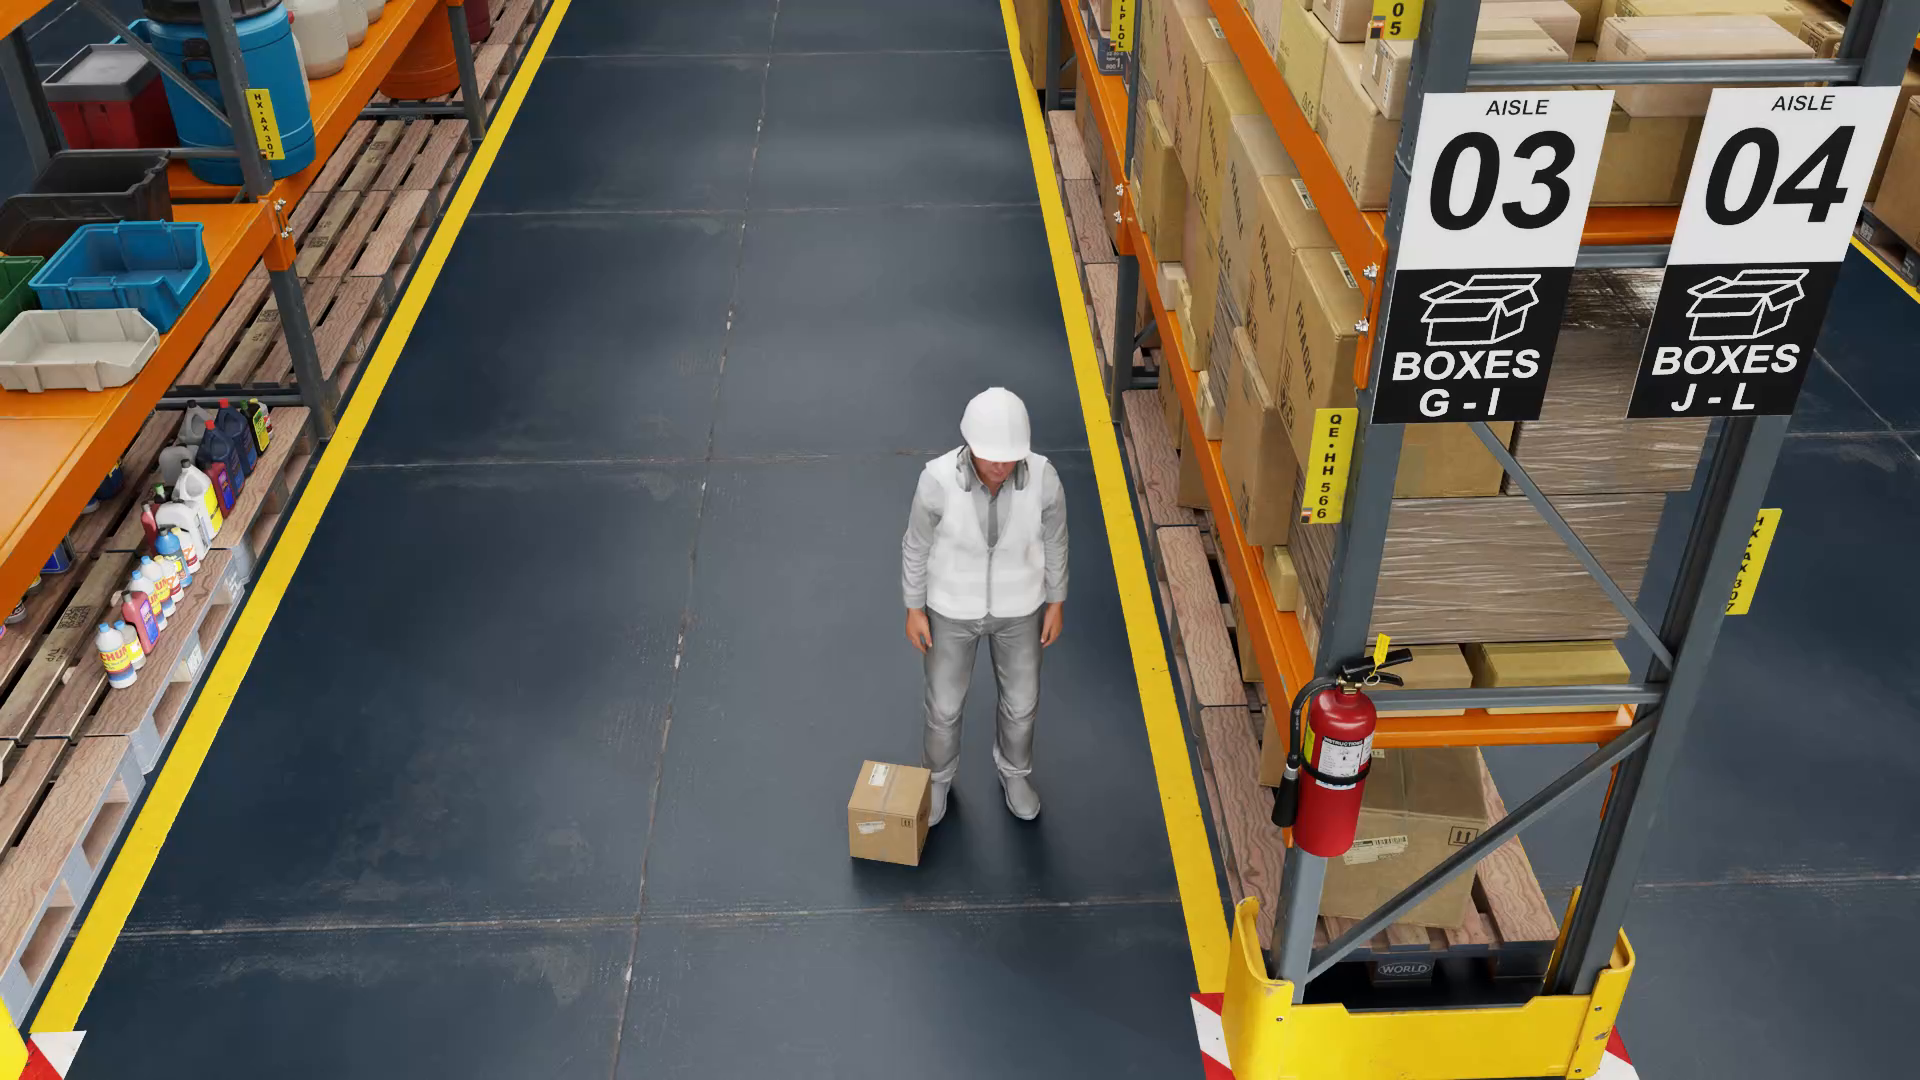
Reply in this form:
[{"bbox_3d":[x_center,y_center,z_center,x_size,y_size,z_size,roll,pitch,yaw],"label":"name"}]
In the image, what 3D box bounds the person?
[{"bbox_3d":[0.089,0.229,5.796,0.579,1.771,0.462,-3,35,-5],"label":"person"}]
